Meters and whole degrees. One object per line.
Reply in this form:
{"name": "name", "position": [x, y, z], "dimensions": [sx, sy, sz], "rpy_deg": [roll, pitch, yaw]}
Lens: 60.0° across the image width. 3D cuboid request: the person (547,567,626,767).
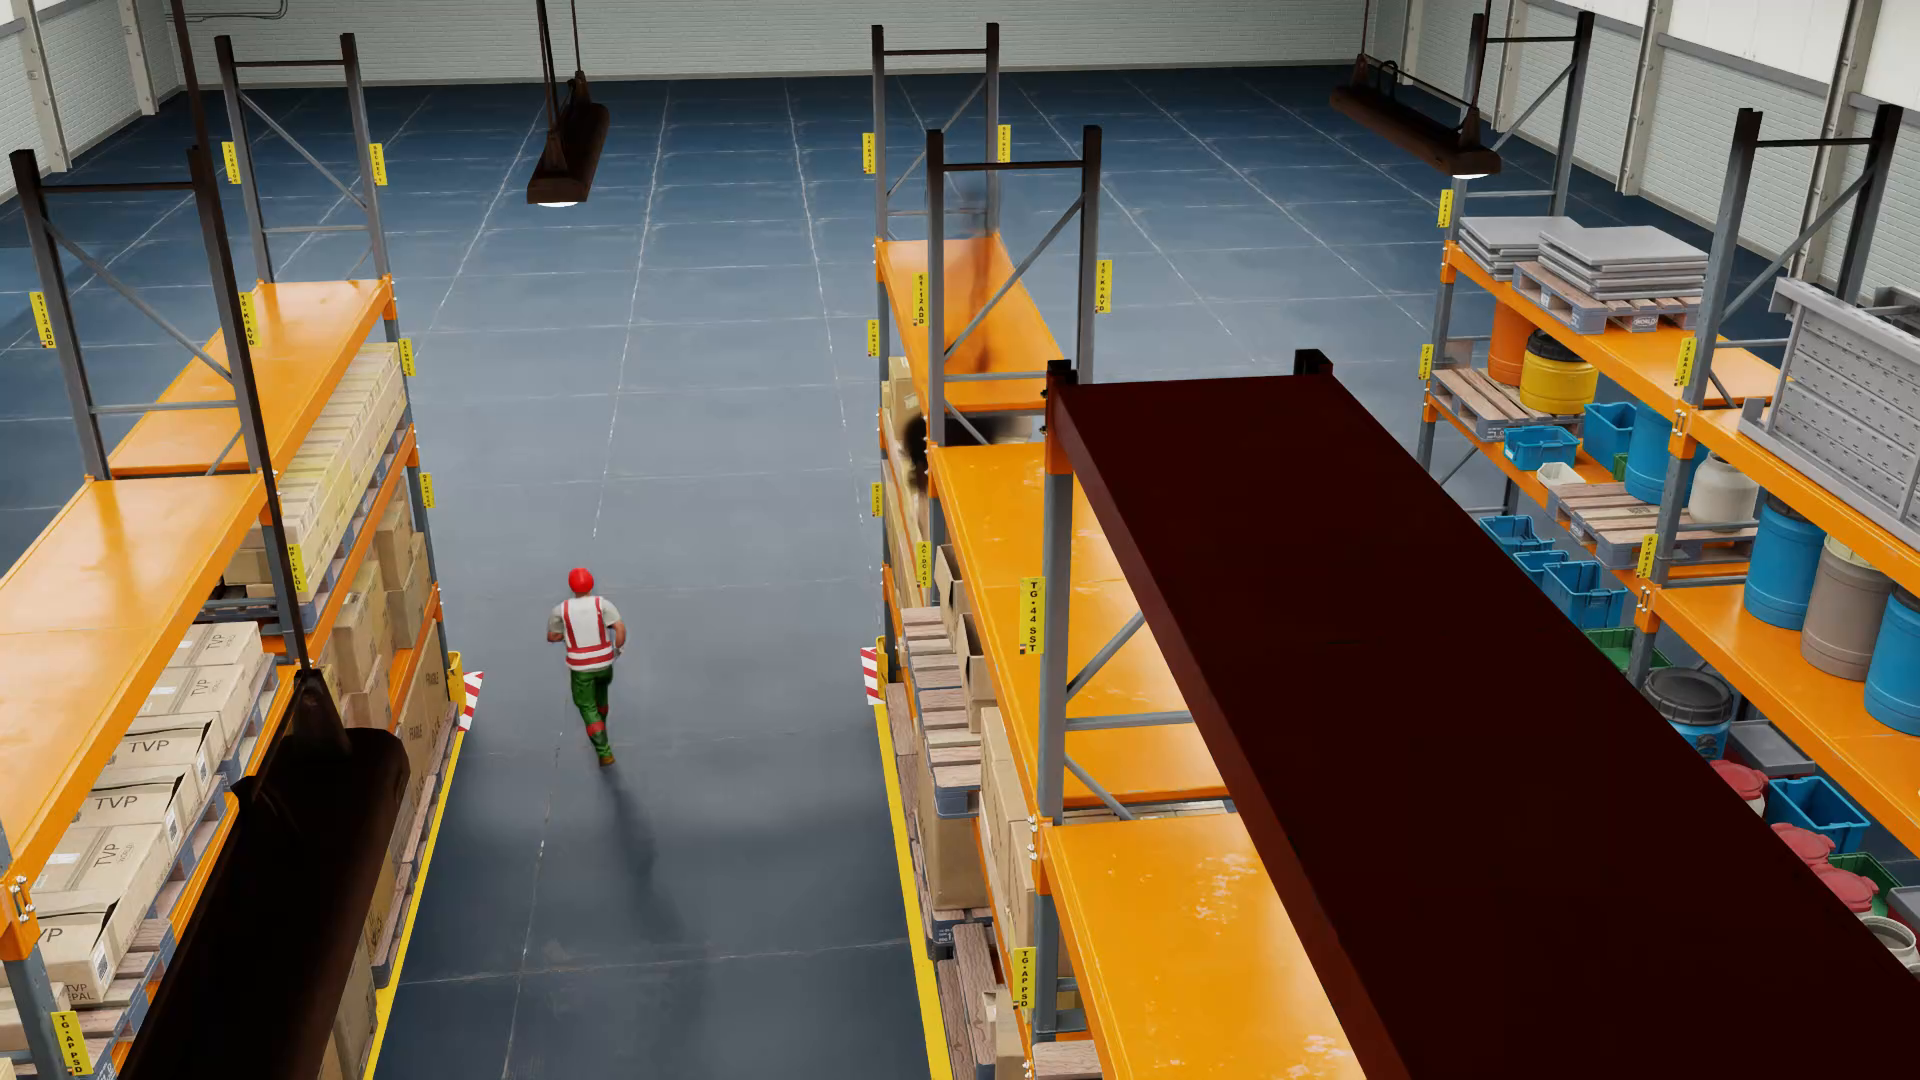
{"name": "person", "position": [-3.151, 1.116, 14.138], "dimensions": [0.608, 1.840, 1.064], "rpy_deg": [-12, 28, -23]}
